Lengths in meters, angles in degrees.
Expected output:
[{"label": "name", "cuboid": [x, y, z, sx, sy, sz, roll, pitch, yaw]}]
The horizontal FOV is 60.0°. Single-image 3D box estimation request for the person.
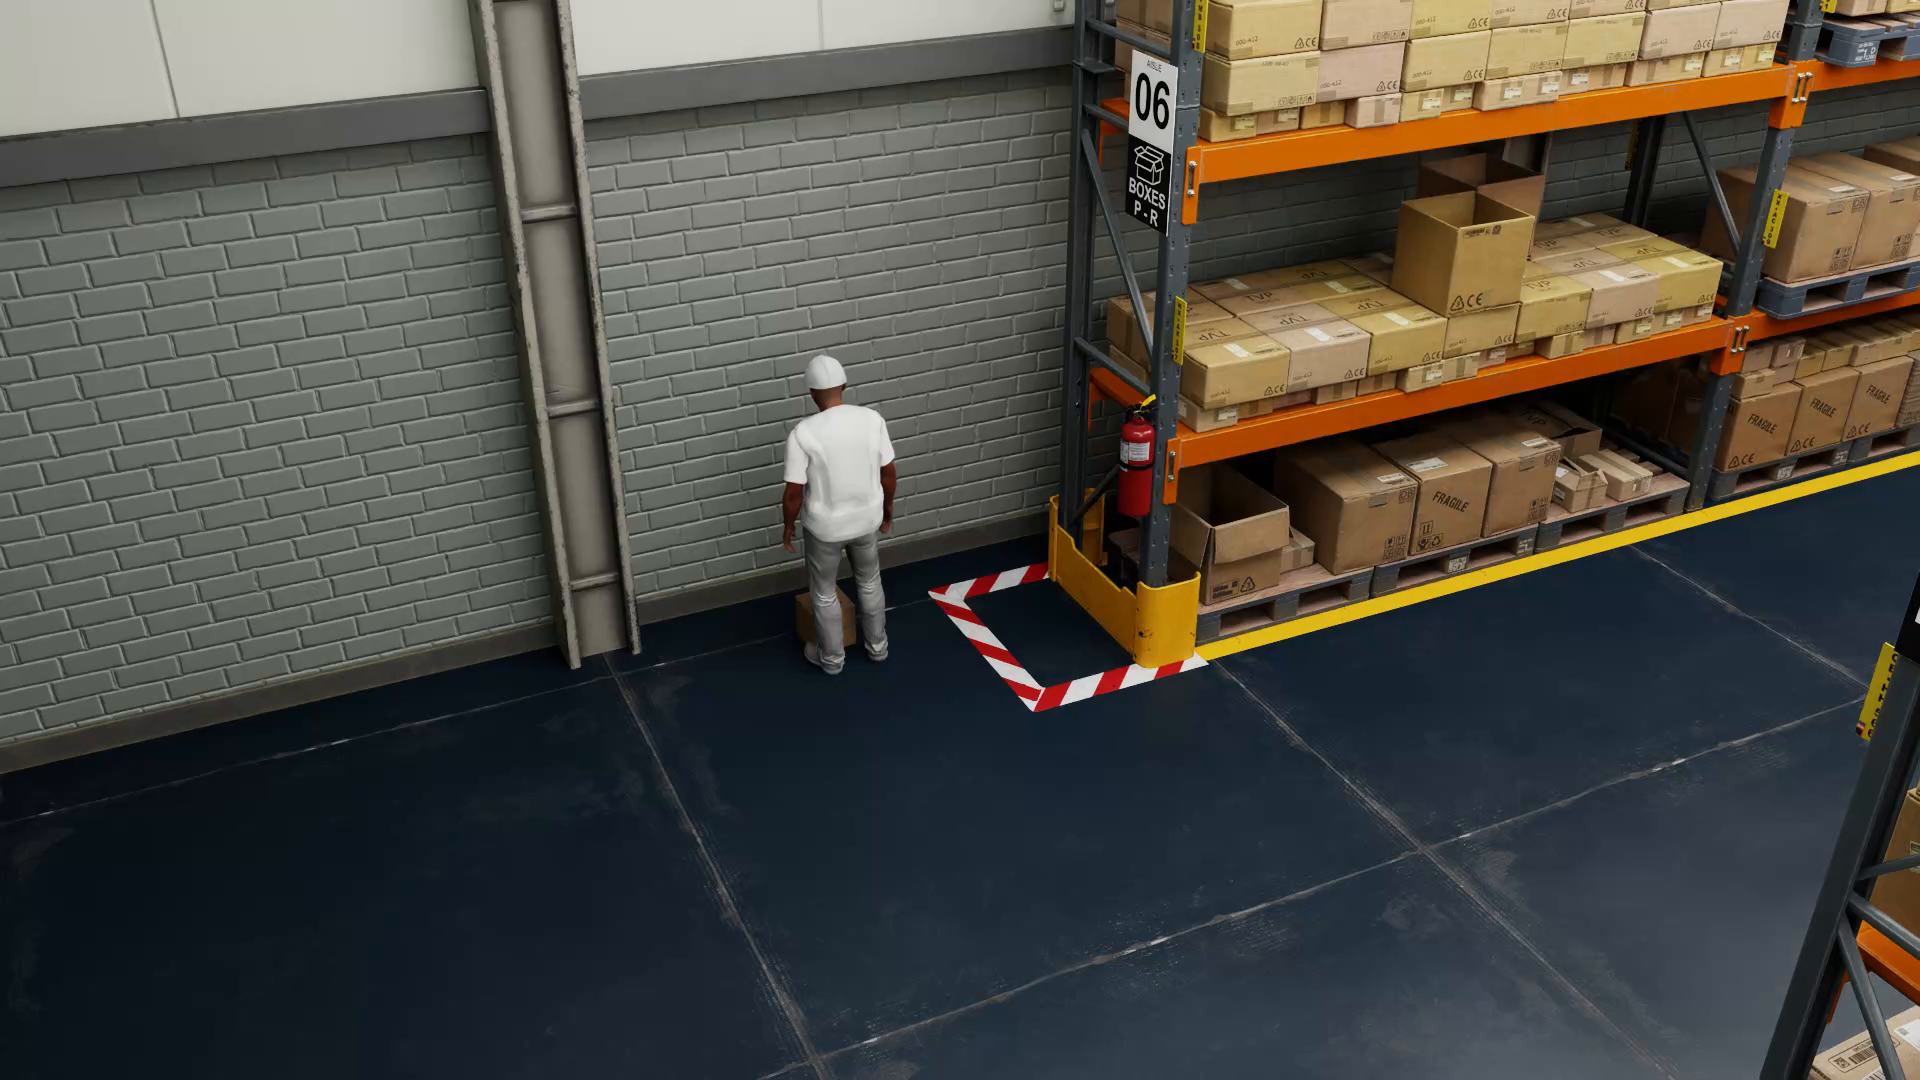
[{"label": "person", "cuboid": [-0.629, -0.122, 8.653, 0.626, 1.761, 0.458, -13, 32, -22]}]
